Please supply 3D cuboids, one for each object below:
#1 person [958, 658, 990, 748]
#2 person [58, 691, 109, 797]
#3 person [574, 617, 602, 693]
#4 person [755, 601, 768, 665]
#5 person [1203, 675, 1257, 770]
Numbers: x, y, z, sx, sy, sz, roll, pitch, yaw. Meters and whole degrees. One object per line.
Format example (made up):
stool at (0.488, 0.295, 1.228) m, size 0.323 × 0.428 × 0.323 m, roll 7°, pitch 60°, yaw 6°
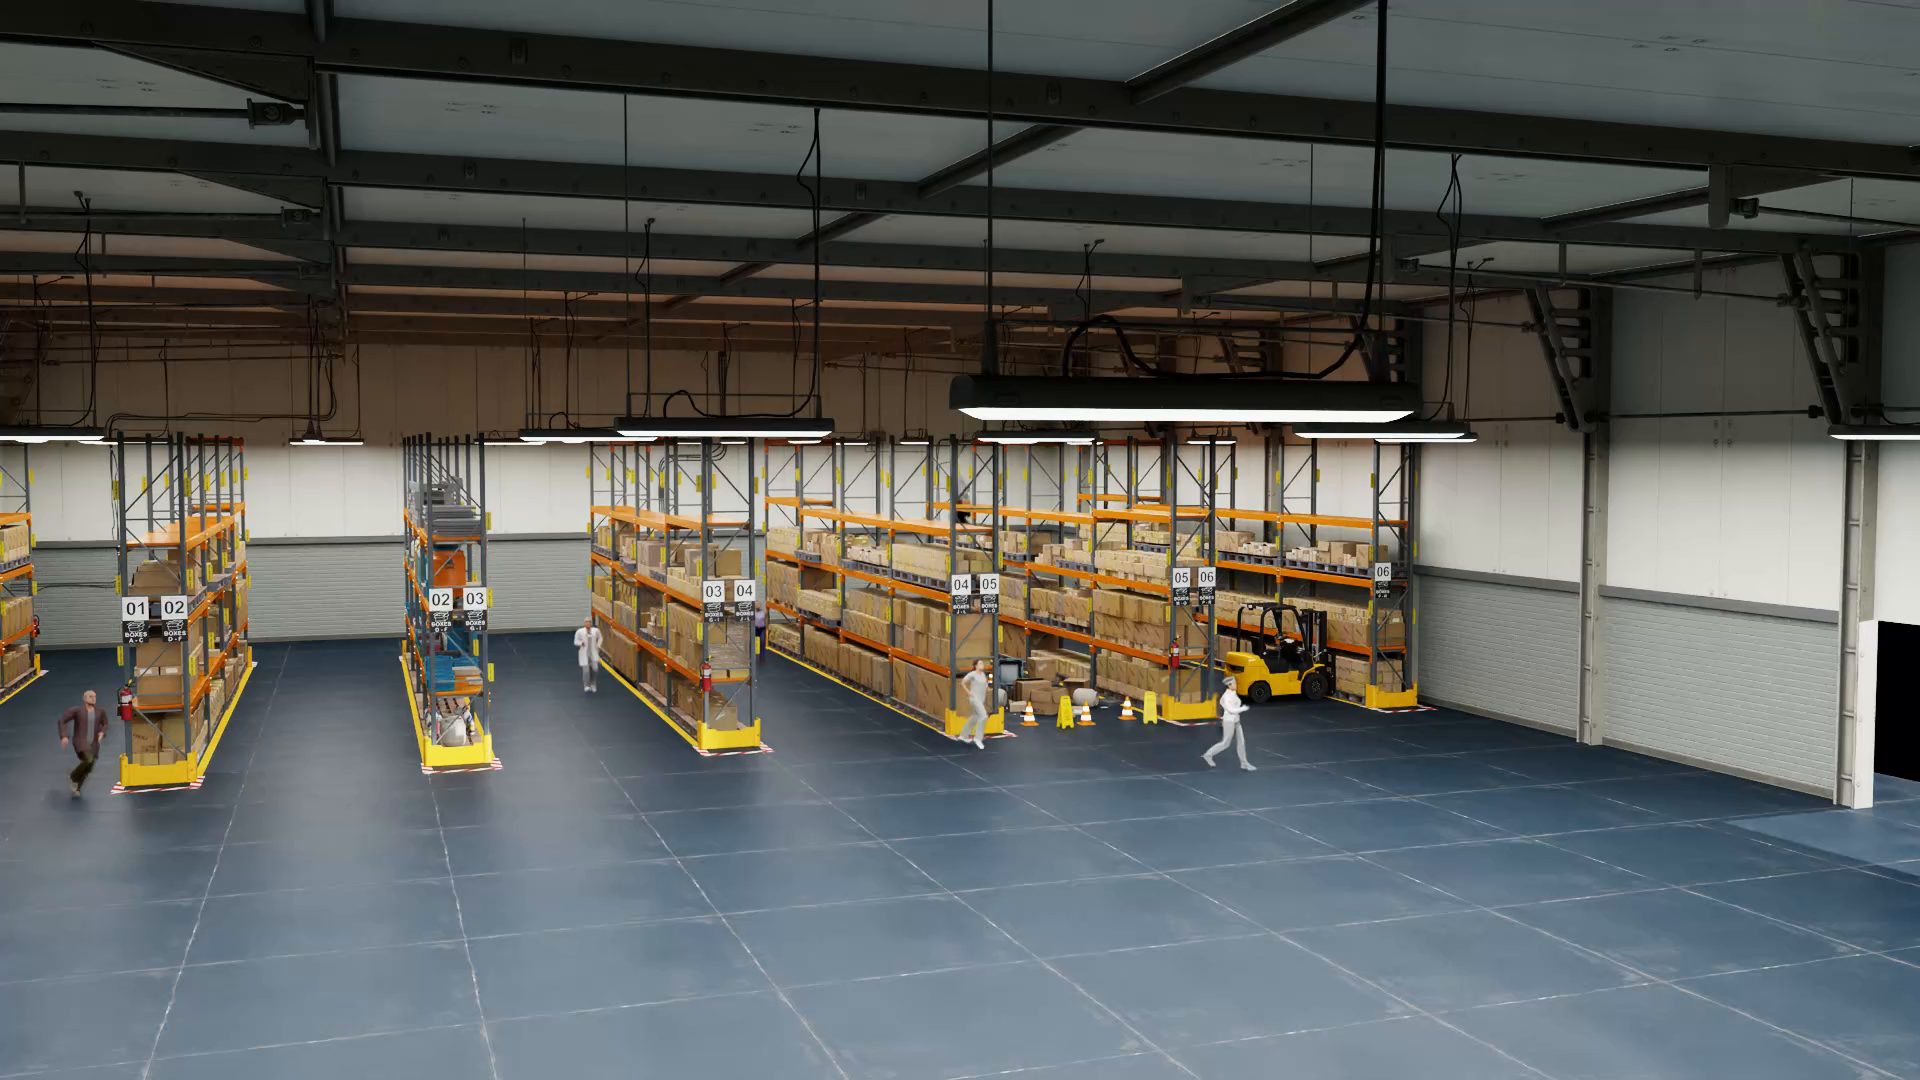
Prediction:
person at (0.301, 3.123, 31.977) m, size 0.671 × 1.725 × 0.588 m, roll 2°, pitch 4°, yaw 34°
person at (-14.339, 3.343, 27.360) m, size 0.625 × 1.702 × 0.715 m, roll 2°, pitch 4°, yaw 35°
person at (-8.654, 2.695, 38.815) m, size 0.674 × 1.778 × 0.752 m, roll -1°, pitch 3°, yaw -19°
person at (-5.394, 2.456, 44.286) m, size 0.595 × 1.660 × 0.920 m, roll -1°, pitch 3°, yaw -20°
person at (4.783, 3.224, 29.413) m, size 0.939 × 1.677 × 0.612 m, roll 1°, pitch 3°, yaw 20°
